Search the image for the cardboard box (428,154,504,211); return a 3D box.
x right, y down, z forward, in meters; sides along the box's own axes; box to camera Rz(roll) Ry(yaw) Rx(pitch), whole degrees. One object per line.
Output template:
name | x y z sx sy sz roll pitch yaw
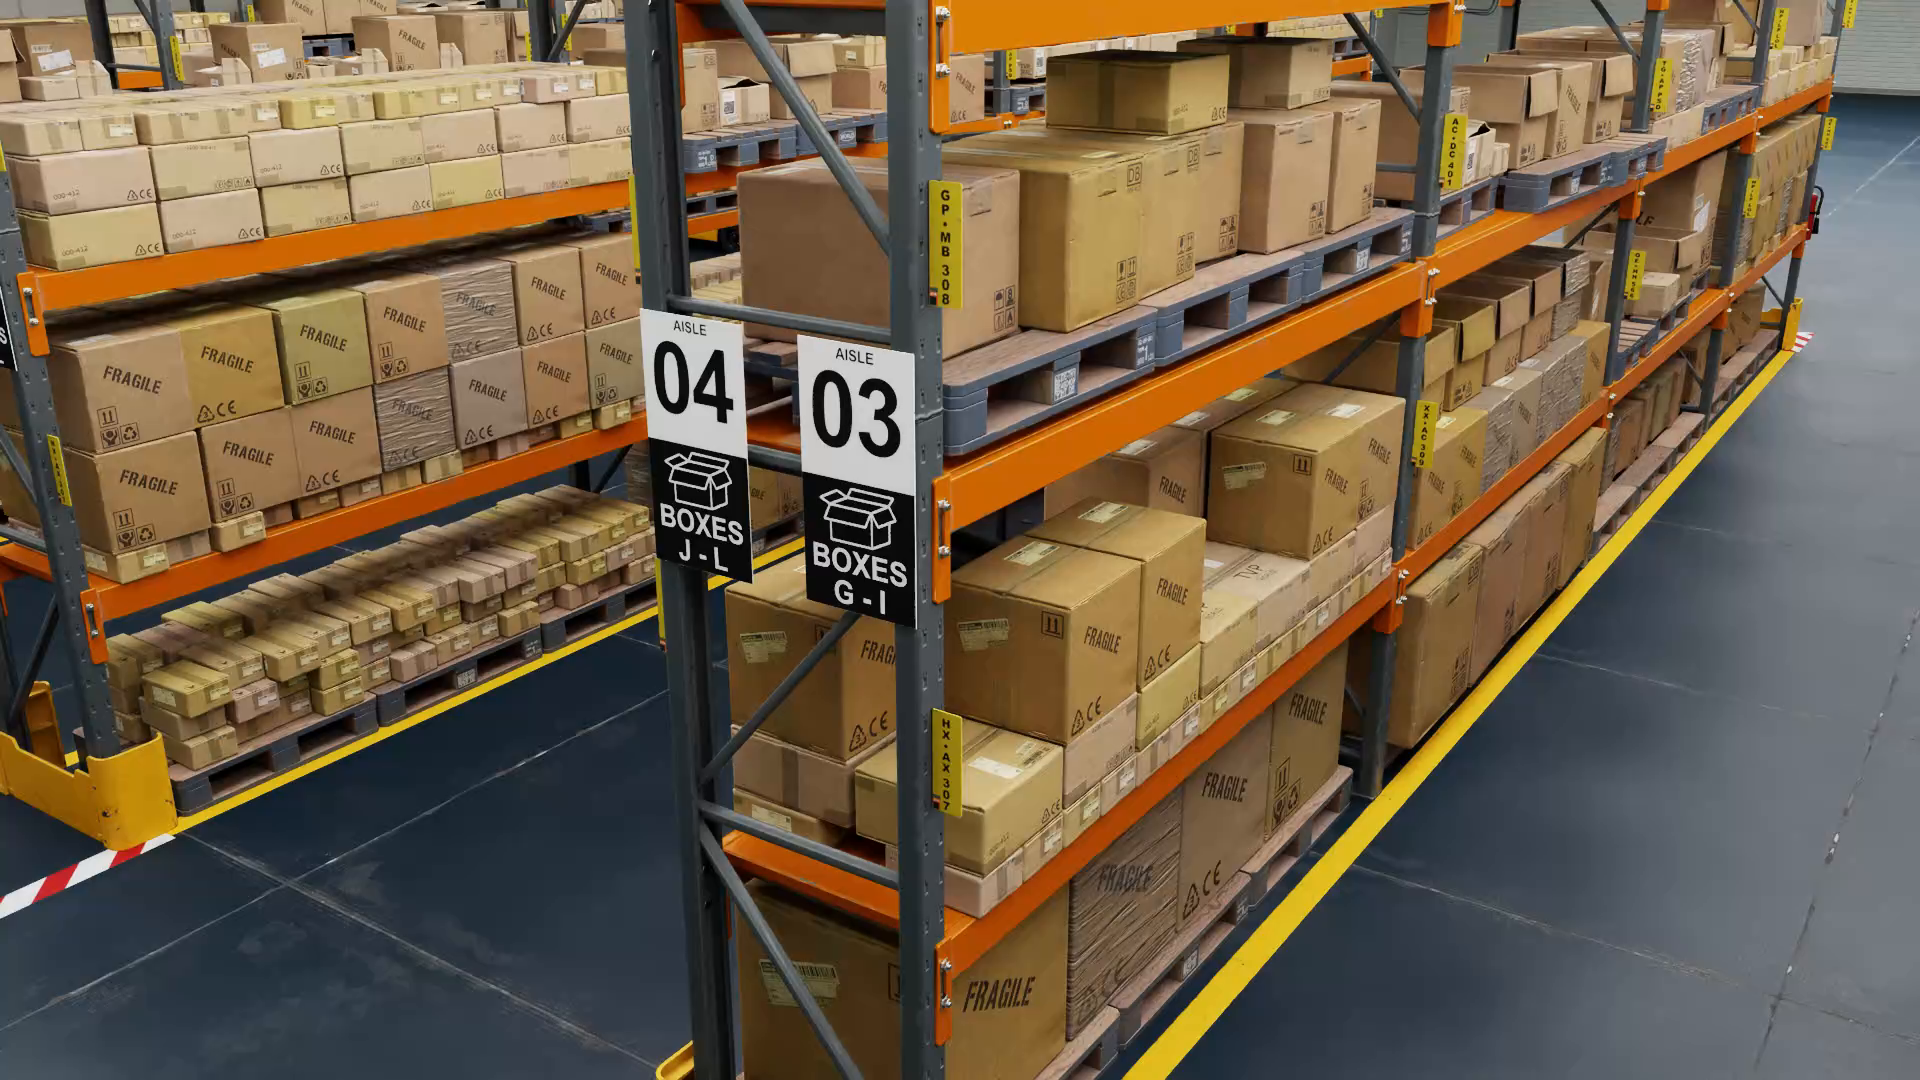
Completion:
cardboard box | -2.917 -2.019 9.291 0.500 0.250 0.500 13 24 31

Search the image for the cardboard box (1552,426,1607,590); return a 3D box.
cardboard box | 3.599 -0.320 11.264 1.225 0.875 0.875 12 23 29

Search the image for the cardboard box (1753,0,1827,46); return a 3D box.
cardboard box | 7.840 -4.943 15.686 0.500 0.500 0.500 13 24 32

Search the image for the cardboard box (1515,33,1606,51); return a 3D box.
cardboard box | 4.066 -3.188 11.370 0.500 0.500 0.500 14 24 33

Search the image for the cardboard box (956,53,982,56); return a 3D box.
cardboard box | -0.053 -3.956 13.065 0.396 0.266 0.258 13 24 32

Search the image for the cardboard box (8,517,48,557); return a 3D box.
cardboard box | -4.588 -0.045 8.426 0.380 0.149 0.250 13 24 32

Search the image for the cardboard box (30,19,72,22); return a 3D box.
cardboard box | -9.199 -5.191 16.836 0.380 0.149 0.250 13 24 32

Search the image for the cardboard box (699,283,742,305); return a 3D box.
cardboard box | -1.536 -1.625 11.234 0.380 0.149 0.250 14 25 33

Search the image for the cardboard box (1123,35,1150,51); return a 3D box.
cardboard box | 1.404 -4.521 15.218 0.500 0.311 0.500 12 24 30

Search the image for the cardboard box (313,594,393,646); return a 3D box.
cardboard box | -3.425 0.447 9.378 0.380 0.149 0.250 14 25 34

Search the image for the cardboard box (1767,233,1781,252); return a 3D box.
cardboard box | 7.756 -2.918 16.193 0.380 0.149 0.250 13 24 32

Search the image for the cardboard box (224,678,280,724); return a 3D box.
cardboard box | -3.830 0.818 8.805 0.380 0.149 0.250 13 24 32

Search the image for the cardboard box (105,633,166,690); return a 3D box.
cardboard box | -4.450 0.645 8.844 0.380 0.149 0.250 14 24 32

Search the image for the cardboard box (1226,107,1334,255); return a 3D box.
cardboard box | 1.060 -1.474 6.709 0.700 0.500 0.500 15 25 35

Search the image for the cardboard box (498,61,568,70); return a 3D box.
cardboard box | -2.653 -2.884 10.335 0.380 0.149 0.250 13 24 31

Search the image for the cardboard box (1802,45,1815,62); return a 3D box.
cardboard box | 7.866 -4.620 15.749 0.380 0.149 0.250 12 23 29

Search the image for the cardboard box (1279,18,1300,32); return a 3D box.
cardboard box | 3.280 -5.553 17.668 0.500 0.250 0.500 13 24 31

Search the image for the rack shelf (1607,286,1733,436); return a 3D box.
rack shelf | 5.129 -1.550 13.169 1.077 0.370 4.000 13 24 32

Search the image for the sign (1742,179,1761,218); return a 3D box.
sign | 6.714 -2.897 14.105 0.100 0.325 0.005 13 24 32

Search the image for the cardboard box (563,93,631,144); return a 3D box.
cardboard box | -2.338 -2.551 10.010 0.500 0.250 0.500 12 23 29

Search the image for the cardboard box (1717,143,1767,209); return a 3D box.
cardboard box | 6.716 -3.196 14.568 0.500 0.500 0.500 13 24 32

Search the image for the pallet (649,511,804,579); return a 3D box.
pallet | -1.853 -0.078 12.172 1.003 0.211 1.213 13 24 32

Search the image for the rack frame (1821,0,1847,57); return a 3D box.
rack frame | 8.502 -6.423 16.657 1.000 3.000 0.127 13 24 32

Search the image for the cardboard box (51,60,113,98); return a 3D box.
cardboard box | -6.534 -3.441 12.364 0.396 0.266 0.258 14 25 34

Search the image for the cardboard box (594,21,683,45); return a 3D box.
cardboard box | -3.358 -5.145 17.378 0.797 0.503 0.637 13 24 32

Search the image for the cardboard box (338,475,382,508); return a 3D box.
cardboard box | -3.413 -0.313 9.150 0.380 0.149 0.250 13 24 31

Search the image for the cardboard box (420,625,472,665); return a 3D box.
cardboard box | -3.120 0.591 9.847 0.380 0.149 0.250 13 24 32

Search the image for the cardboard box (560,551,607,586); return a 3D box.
cardboard box | -2.481 0.151 10.608 0.380 0.149 0.250 12 24 30

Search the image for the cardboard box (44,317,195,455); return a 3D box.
cardboard box | -4.066 -0.747 7.947 0.500 0.500 0.500 13 24 31

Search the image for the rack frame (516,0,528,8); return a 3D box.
rack frame | -6.050 -8.175 21.394 1.000 3.000 0.127 13 24 32

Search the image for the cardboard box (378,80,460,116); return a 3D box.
cardboard box | -2.945 -2.401 9.030 0.380 0.149 0.250 13 24 31

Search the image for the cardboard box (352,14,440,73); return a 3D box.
cardboard box | -4.942 -4.335 14.587 0.500 0.500 0.500 14 24 32

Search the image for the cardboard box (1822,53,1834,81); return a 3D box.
cardboard box | 8.441 -4.758 16.696 0.500 0.250 0.500 14 24 33

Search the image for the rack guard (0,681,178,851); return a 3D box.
rack guard | -4.495 1.136 8.473 1.175 0.500 0.348 13 24 32

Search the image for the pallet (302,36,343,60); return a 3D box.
pallet | -7.991 -5.744 19.418 1.213 0.211 1.003 15 25 34

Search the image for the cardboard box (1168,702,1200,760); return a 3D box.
cardboard box | 0.701 0.693 6.431 0.380 0.149 0.250 13 24 31

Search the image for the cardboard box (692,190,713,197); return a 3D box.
cardboard box | -2.906 -3.837 18.071 0.380 0.149 0.250 14 25 33

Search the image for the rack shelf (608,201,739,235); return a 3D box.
rack shelf | -3.067 -3.483 18.394 1.077 0.370 4.000 13 24 32

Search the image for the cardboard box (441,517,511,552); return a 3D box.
cardboard box | -3.087 -0.014 10.625 0.380 0.149 0.250 13 24 30

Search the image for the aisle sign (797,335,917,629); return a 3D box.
aisle sign | -0.285 -0.158 4.622 0.394 0.787 0.004 13 24 32

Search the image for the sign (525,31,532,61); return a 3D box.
sign | -2.750 -3.104 10.695 0.100 0.325 0.005 13 24 32

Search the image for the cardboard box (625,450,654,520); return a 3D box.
cardboard box | -2.082 -0.448 12.151 0.500 0.500 0.500 13 24 31

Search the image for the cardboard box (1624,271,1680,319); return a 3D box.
cardboard box | 5.137 -1.876 12.625 0.500 0.250 0.500 12 24 30

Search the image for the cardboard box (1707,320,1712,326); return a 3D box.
cardboard box | 7.111 -1.952 16.217 0.500 0.500 0.500 11 23 27

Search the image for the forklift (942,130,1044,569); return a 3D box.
forklift | 0.440 -1.221 11.341 1.130 2.935 3.031 -19 28 -41

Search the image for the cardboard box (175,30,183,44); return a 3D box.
cardboard box | -8.629 -5.447 17.985 0.380 0.149 0.250 14 24 33

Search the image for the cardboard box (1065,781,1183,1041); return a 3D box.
cardboard box | 0.313 1.321 6.828 0.875 0.875 0.875 13 24 32

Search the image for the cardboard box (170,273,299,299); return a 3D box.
cardboard box | -3.917 -1.146 9.026 0.500 0.500 0.500 15 25 34

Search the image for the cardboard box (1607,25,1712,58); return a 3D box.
cardboard box | 5.378 -3.728 12.941 0.797 0.503 0.637 14 25 34

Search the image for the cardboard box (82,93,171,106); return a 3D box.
cardboard box | -4.172 -2.148 8.344 0.380 0.149 0.250 14 24 33

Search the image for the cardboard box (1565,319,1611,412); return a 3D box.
cardboard box | 3.932 -1.171 10.962 0.500 0.500 0.500 14 25 33

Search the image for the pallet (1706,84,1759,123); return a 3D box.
pallet | 5.818 -3.624 13.685 1.213 0.211 1.003 13 24 32

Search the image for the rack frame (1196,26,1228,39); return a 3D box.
rack frame | 2.208 -6.271 16.248 1.000 3.000 0.127 13 24 32

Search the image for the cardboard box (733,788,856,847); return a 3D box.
cardboard box | -0.565 0.933 5.781 0.380 0.149 0.250 14 24 33

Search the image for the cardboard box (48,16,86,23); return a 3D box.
cardboard box | -9.397 -5.449 17.562 0.380 0.149 0.250 13 24 31

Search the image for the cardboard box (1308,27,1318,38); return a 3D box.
cardboard box | 3.692 -5.539 18.205 0.380 0.149 0.250 14 24 32

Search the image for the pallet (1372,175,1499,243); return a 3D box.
pallet | 2.231 -1.756 8.640 0.805 0.209 1.217 12 24 30

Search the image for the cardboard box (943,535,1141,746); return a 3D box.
cardboard box | 0.282 0.332 5.750 0.500 0.500 0.500 13 24 31
